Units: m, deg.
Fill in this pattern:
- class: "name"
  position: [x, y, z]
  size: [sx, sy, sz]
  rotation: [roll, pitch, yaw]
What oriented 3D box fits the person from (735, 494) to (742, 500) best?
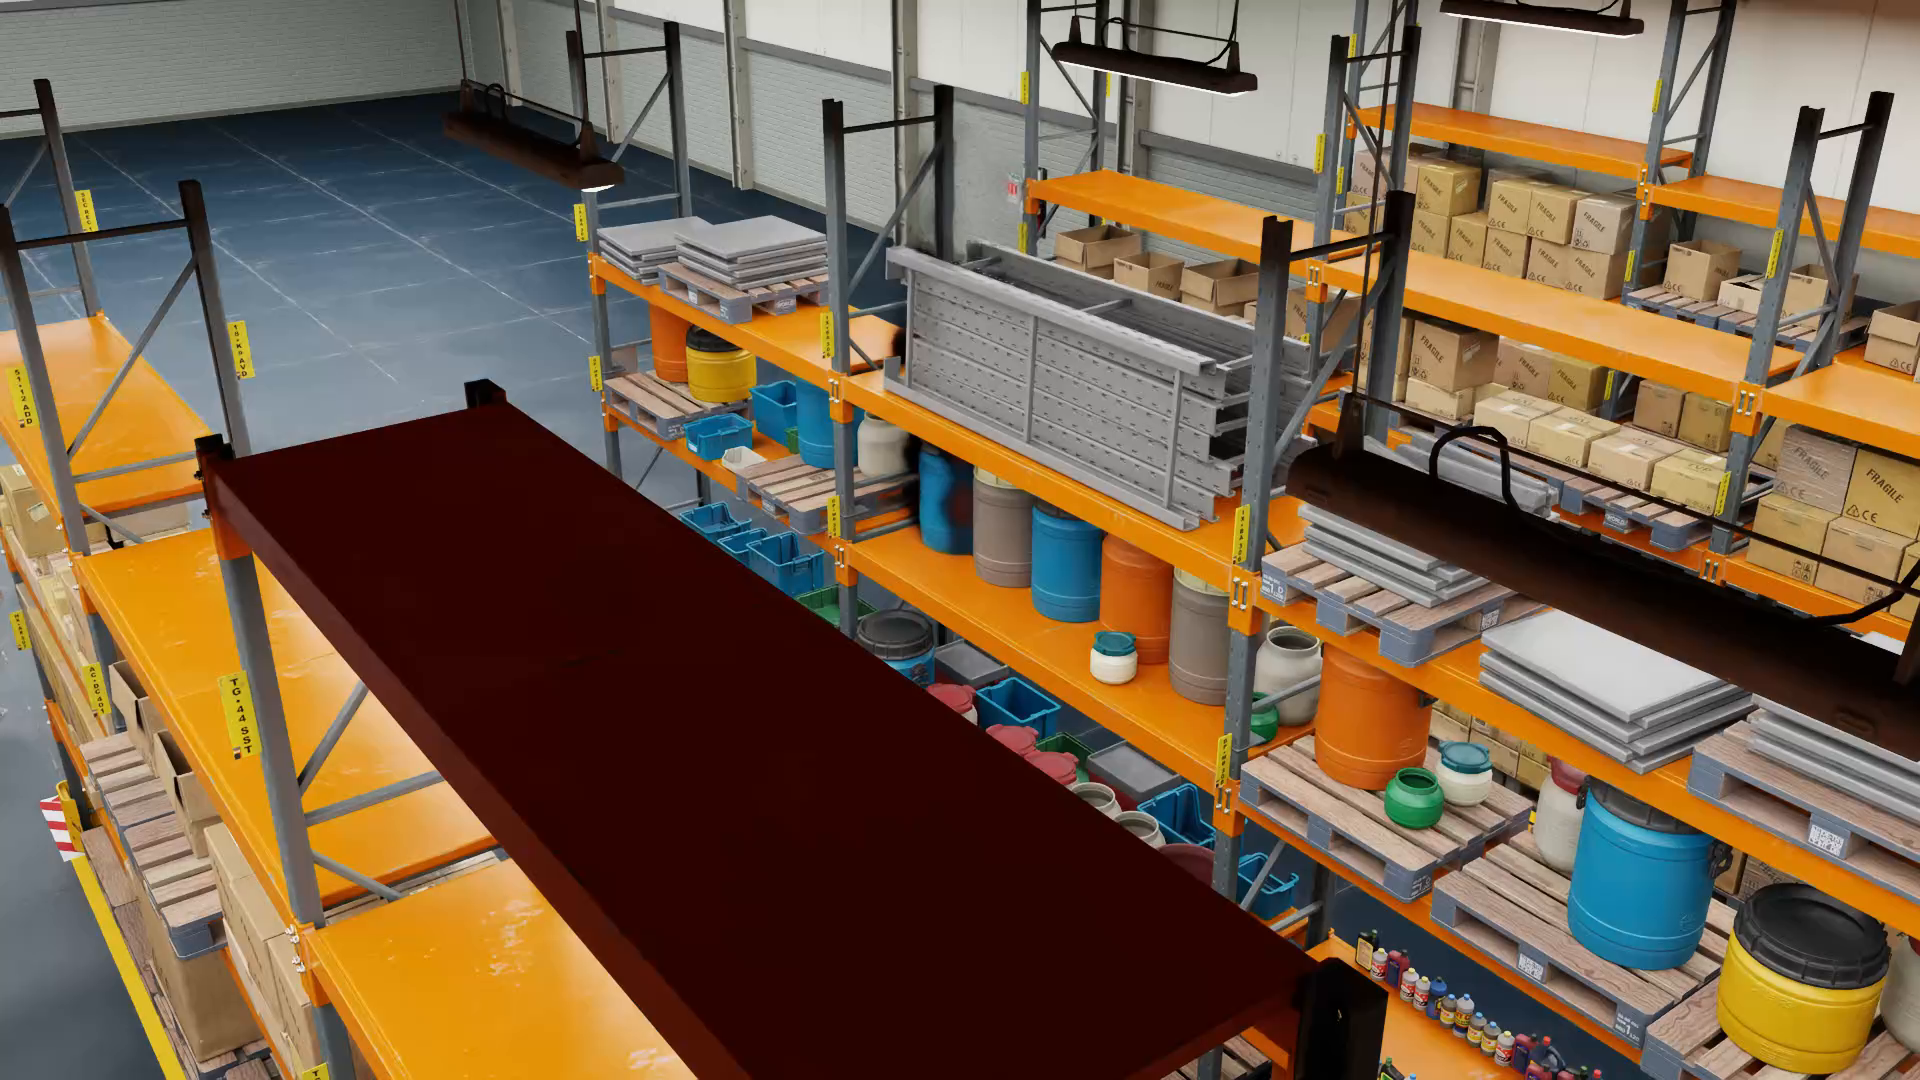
- class: "person"
  position: [-2.769, -1.155, 19.657]
  size: [0.735, 1.549, 0.627]
  rotation: [-2, 25, -4]
